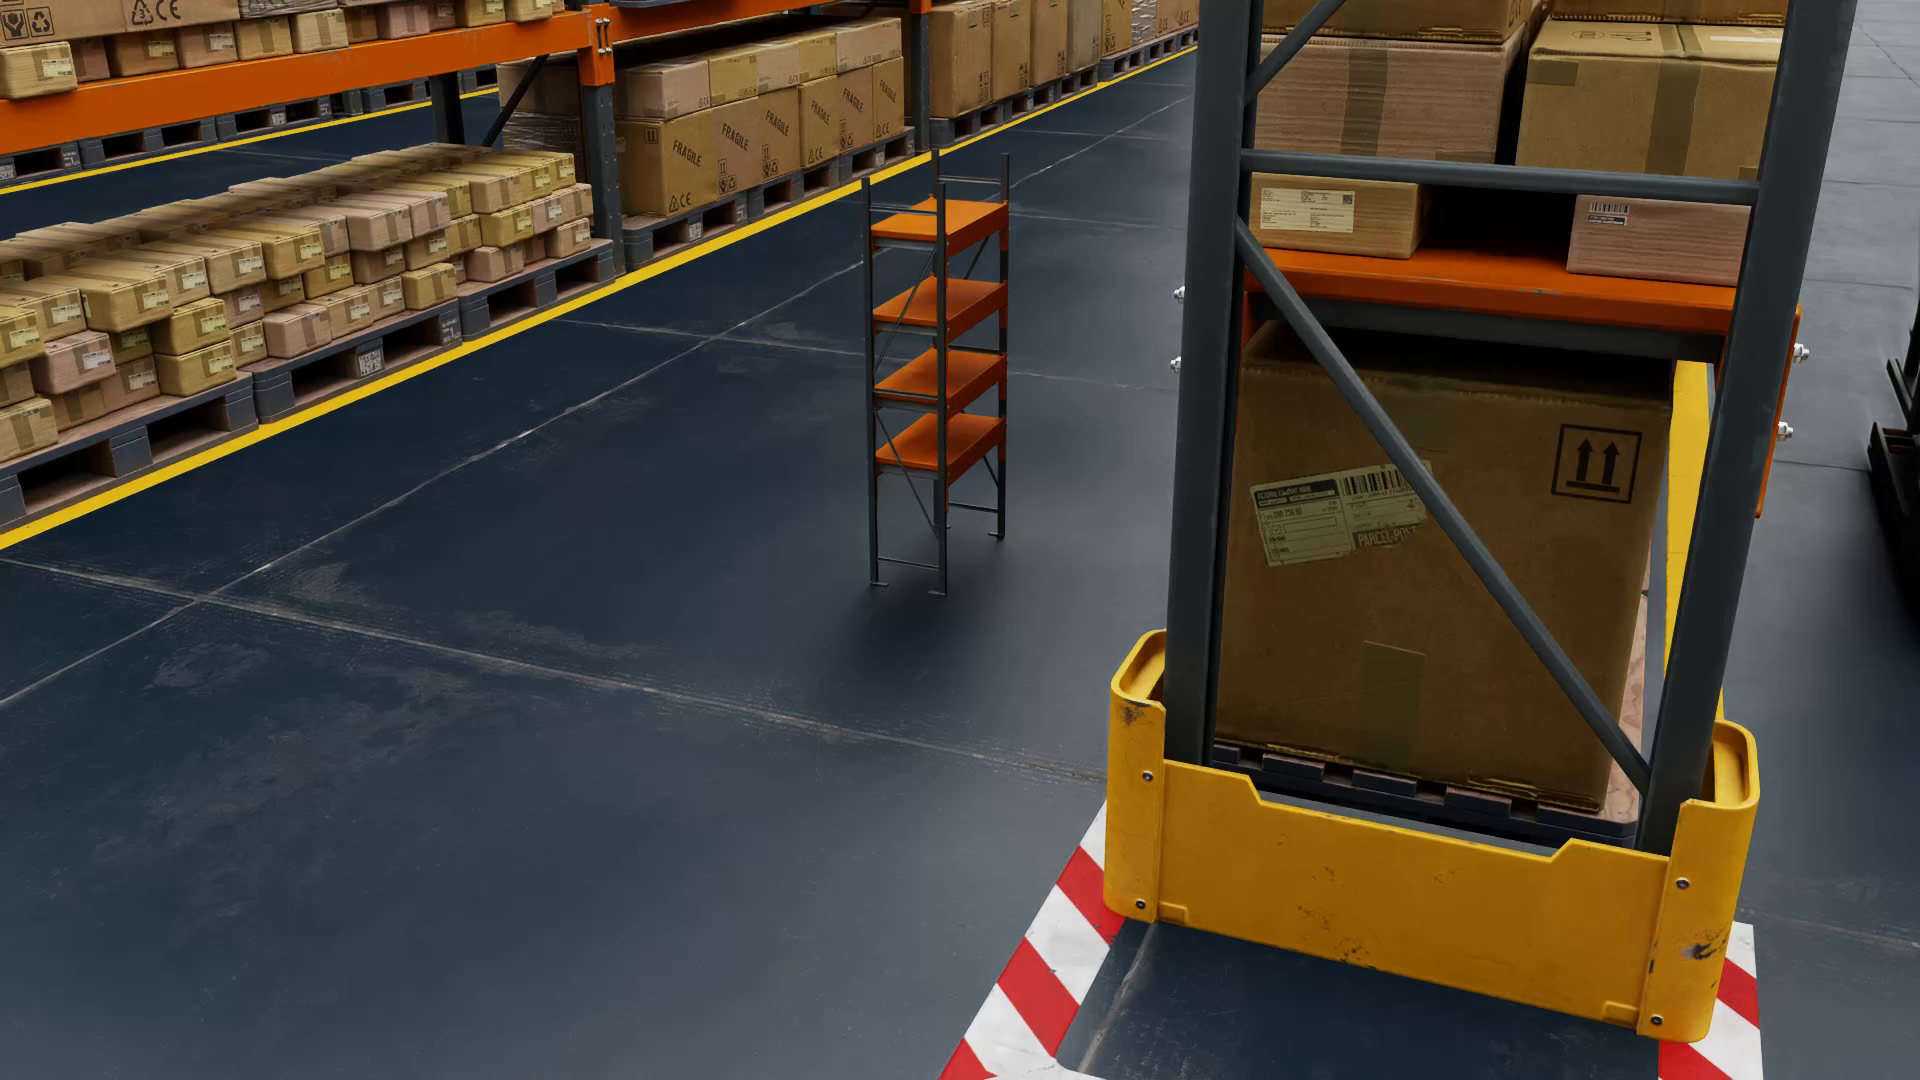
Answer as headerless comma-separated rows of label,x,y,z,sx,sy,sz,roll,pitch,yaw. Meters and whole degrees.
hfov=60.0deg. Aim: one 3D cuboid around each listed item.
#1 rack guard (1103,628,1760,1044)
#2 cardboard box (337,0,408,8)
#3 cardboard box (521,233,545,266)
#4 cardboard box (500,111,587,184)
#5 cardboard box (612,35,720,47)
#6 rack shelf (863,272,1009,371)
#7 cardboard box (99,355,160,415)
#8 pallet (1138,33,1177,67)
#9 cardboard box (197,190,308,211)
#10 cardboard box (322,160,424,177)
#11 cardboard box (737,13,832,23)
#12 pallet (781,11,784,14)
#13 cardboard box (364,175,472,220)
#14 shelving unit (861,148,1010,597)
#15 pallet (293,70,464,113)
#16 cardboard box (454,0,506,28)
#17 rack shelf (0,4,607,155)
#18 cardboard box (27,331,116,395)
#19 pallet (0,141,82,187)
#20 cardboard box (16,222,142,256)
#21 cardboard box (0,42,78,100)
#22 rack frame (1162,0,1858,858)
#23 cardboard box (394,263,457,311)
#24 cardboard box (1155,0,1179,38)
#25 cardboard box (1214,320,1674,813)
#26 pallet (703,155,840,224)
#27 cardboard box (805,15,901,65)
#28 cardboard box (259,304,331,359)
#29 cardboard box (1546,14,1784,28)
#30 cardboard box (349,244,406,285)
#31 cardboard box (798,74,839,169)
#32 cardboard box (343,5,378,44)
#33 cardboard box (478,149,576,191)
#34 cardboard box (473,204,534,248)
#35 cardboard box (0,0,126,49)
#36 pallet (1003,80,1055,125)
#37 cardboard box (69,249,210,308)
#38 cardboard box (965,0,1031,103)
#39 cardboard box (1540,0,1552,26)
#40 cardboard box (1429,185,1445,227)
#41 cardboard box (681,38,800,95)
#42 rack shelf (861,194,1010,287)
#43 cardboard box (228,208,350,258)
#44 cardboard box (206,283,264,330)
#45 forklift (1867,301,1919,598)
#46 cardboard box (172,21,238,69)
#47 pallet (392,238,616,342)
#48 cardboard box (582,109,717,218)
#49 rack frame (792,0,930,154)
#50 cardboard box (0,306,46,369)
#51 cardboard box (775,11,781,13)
rack guard,0.884,0.554,3.276,1.175,0.500,0.348,9,24,20
cardboard box,-2.486,-2.392,6.570,0.500,0.500,0.500,9,24,20
cardboard box,-2.192,-1.394,7.850,0.380,0.149,0.250,9,24,22
cardboard box,-2.148,-2.127,9.149,0.500,0.500,0.500,8,24,19
cardboard box,-1.760,-2.848,9.903,0.500,0.250,0.500,8,24,18
rack shelf,-0.061,-0.639,4.817,0.258,0.148,0.480,9,24,20
cardboard box,-3.076,-0.570,5.876,0.380,0.149,0.250,9,24,21
pallet,1.590,-5.061,17.093,1.003,0.211,1.213,9,24,20
cardboard box,-2.985,-1.372,7.026,0.380,0.149,0.250,8,24,18
cardboard box,-2.715,-1.658,7.709,0.380,0.149,0.250,8,24,19
cardboard box,-1.184,-3.392,11.203,0.500,0.250,0.500,8,24,18
pallet,-2.728,-6.153,19.707,1.003,0.211,1.213,9,24,20
cardboard box,-2.392,-1.505,7.344,0.380,0.149,0.250,10,25,22
shelving unit,-0.061,-0.494,4.877,0.258,1.200,0.503,9,24,20
pallet,-5.045,-3.883,14.271,1.003,0.211,1.213,9,24,20
cardboard box,-2.227,-2.339,7.285,0.380,0.149,0.250,10,25,22
rack shelf,-2.932,-1.738,6.453,1.077,0.370,4.000,9,24,20
cardboard box,-3.087,-0.611,5.589,0.380,0.149,0.250,9,24,20
pallet,-6.605,-2.459,10.862,1.003,0.211,1.213,9,24,20
cardboard box,-3.385,-1.113,6.406,0.380,0.149,0.250,10,25,22
cardboard box,-3.044,-1.493,5.259,0.380,0.149,0.250,8,24,19
rack frame,0.893,-0.608,2.815,1.000,3.000,0.127,9,24,20
cardboard box,-2.402,-1.105,7.157,0.380,0.149,0.250,9,24,20
cardboard box,1.753,-5.726,17.279,0.875,0.875,0.875,8,24,19
cardboard box,1.056,-0.062,3.719,0.875,0.875,0.875,9,24,20
pallet,-1.449,-2.216,10.282,1.003,0.211,1.213,9,24,20
cardboard box,-0.714,-3.322,11.035,0.500,0.250,0.500,8,24,19
cardboard box,-2.699,-0.827,6.493,0.380,0.149,0.250,8,24,17
cardboard box,1.509,-0.996,3.552,0.500,0.250,0.500,8,24,19
cardboard box,-2.562,-1.184,6.960,0.380,0.149,0.250,8,24,18
cardboard box,-1.082,-2.608,10.300,0.500,0.500,0.500,8,24,18
cardboard box,-2.563,-2.066,6.630,0.380,0.149,0.250,8,24,19
cardboard box,-2.079,-1.774,7.988,0.380,0.149,0.250,9,24,22
cardboard box,-2.183,-1.446,7.589,0.380,0.149,0.250,8,24,18
cardboard box,-3.076,-1.854,5.282,0.500,0.500,0.500,9,24,20
pallet,0.115,-3.637,13.684,1.003,0.211,1.213,9,24,20
cardboard box,-2.946,-0.935,5.978,0.380,0.149,0.250,8,24,17
cardboard box,-0.072,-3.891,13.049,1.050,0.750,0.750,9,24,21
cardboard box,1.204,-1.251,4.163,0.500,0.250,0.500,8,24,18
cardboard box,0.815,-0.760,3.504,0.380,0.149,0.250,9,24,21
cardboard box,-1.280,-2.772,9.719,0.500,0.250,0.500,10,25,22
rack shelf,-0.062,-0.857,4.725,0.258,0.148,0.480,9,24,20
cardboard box,-2.689,-1.224,6.670,0.380,0.149,0.250,9,24,20
cardboard box,-2.872,-0.896,6.271,0.380,0.149,0.250,8,24,18
forklift,3.598,-1.419,4.845,1.130,2.935,3.031,9,24,21
cardboard box,-2.834,-1.783,5.954,0.380,0.149,0.250,8,24,19
pallet,-2.405,-1.254,7.978,1.003,0.211,1.213,9,24,20
cardboard box,-1.668,-2.053,8.971,0.500,0.500,0.500,10,25,22
rack frame,-0.703,-4.217,11.455,1.000,3.000,0.127,9,24,20
cardboard box,-3.164,-0.646,5.287,0.380,0.149,0.250,8,24,18
cardboard box,-2.189,-5.358,17.425,0.500,0.500,0.500,-12,25,-26
